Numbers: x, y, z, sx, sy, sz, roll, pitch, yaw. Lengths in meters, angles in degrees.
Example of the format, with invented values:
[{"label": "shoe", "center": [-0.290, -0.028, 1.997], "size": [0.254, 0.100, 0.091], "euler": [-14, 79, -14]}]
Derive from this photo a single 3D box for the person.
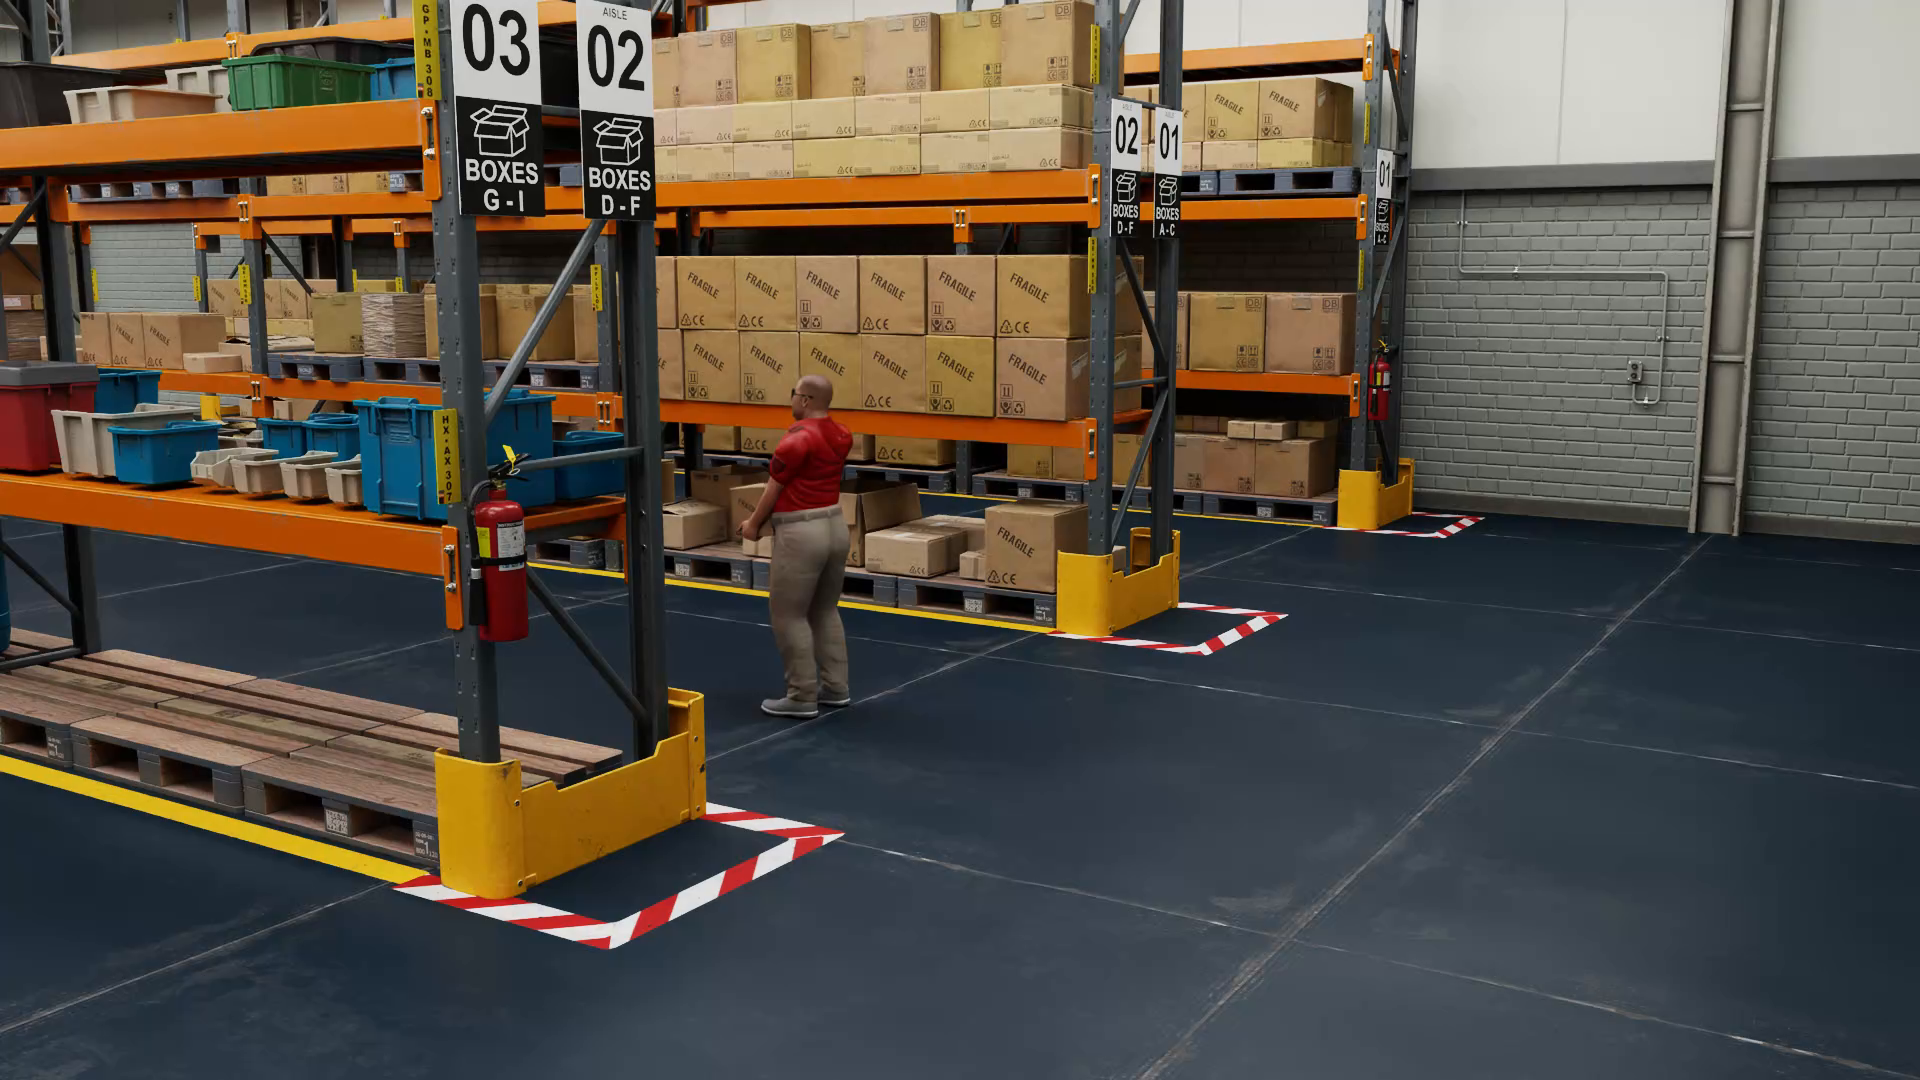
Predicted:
[{"label": "person", "center": [-0.843, 0.015, 8.381], "size": [0.530, 1.714, 0.494], "euler": [6, 11, 32]}]
